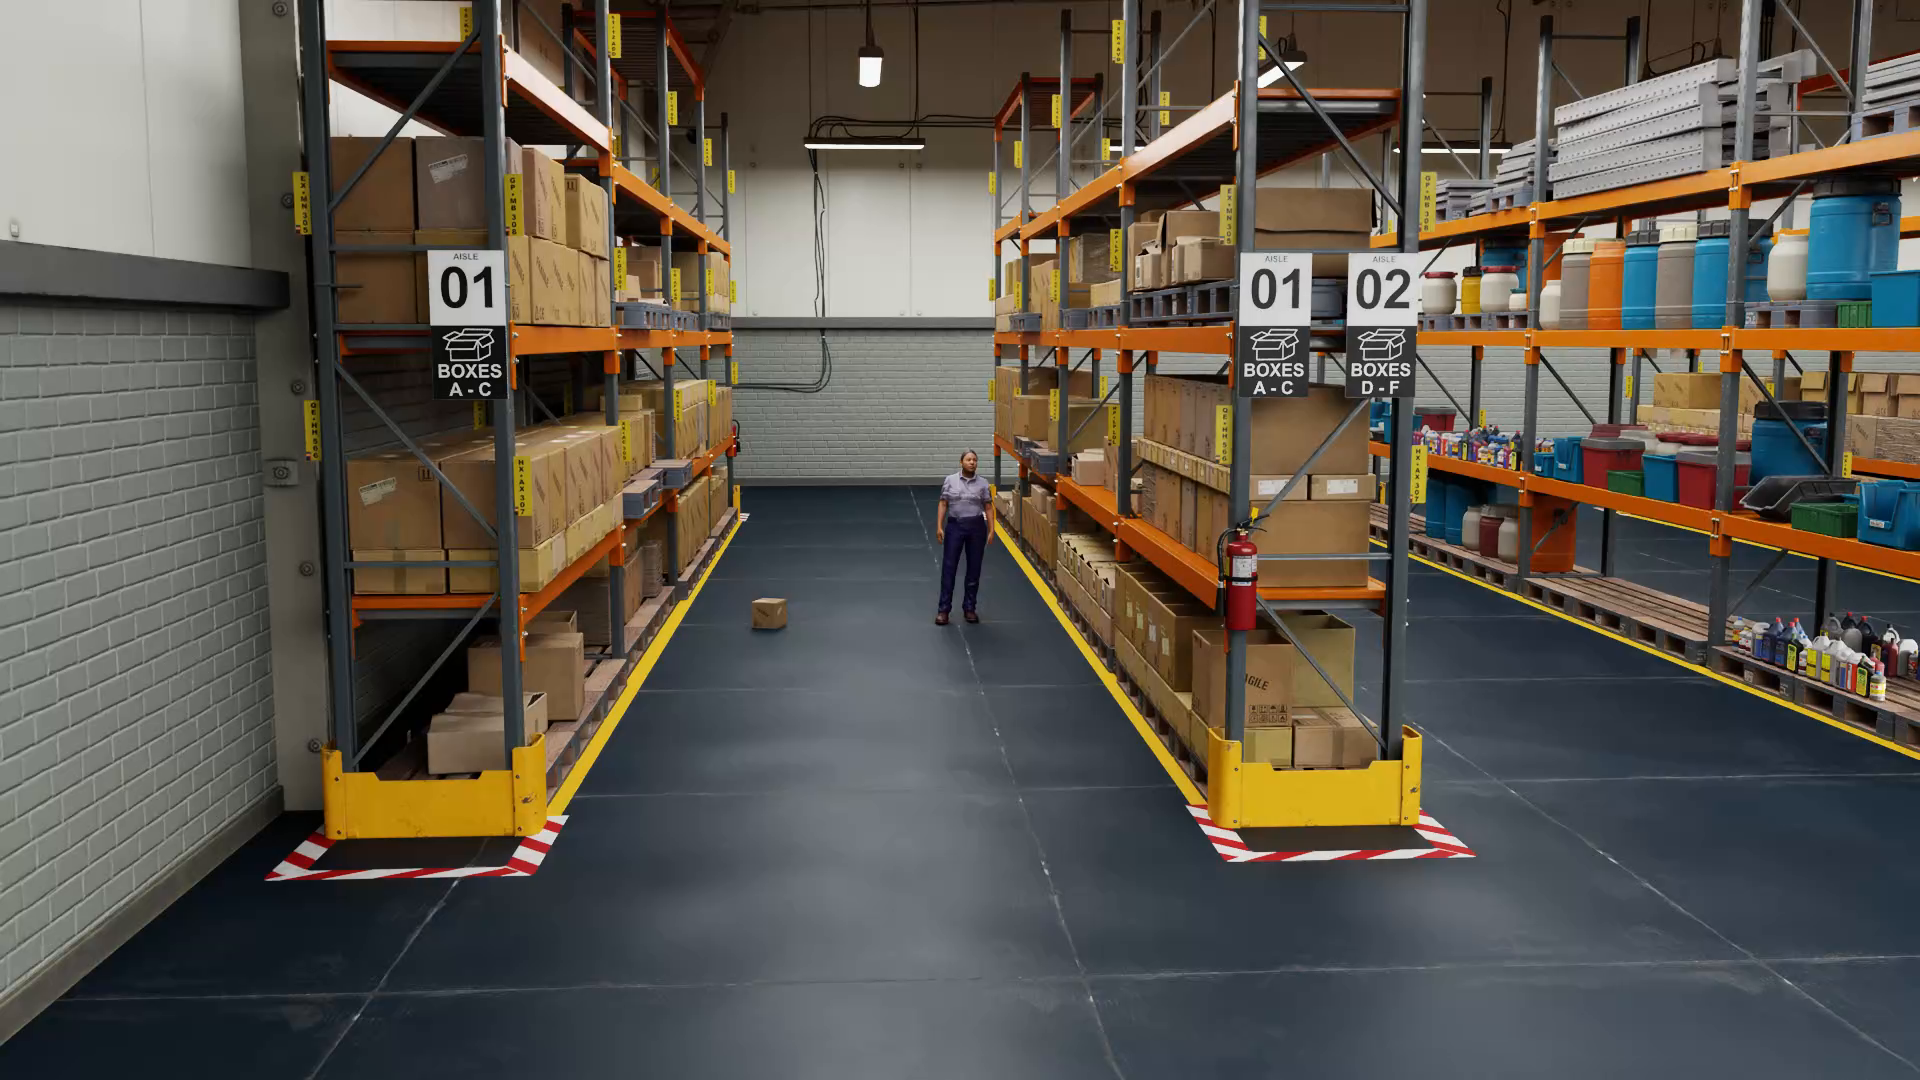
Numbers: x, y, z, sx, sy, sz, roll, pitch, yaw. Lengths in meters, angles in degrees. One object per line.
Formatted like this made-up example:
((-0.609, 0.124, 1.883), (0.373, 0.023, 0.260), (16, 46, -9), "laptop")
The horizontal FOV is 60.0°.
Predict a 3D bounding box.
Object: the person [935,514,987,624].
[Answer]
((0.008, 0.267, 16.099), (0.525, 1.029, 0.500), (-1, 7, -4), "person")
